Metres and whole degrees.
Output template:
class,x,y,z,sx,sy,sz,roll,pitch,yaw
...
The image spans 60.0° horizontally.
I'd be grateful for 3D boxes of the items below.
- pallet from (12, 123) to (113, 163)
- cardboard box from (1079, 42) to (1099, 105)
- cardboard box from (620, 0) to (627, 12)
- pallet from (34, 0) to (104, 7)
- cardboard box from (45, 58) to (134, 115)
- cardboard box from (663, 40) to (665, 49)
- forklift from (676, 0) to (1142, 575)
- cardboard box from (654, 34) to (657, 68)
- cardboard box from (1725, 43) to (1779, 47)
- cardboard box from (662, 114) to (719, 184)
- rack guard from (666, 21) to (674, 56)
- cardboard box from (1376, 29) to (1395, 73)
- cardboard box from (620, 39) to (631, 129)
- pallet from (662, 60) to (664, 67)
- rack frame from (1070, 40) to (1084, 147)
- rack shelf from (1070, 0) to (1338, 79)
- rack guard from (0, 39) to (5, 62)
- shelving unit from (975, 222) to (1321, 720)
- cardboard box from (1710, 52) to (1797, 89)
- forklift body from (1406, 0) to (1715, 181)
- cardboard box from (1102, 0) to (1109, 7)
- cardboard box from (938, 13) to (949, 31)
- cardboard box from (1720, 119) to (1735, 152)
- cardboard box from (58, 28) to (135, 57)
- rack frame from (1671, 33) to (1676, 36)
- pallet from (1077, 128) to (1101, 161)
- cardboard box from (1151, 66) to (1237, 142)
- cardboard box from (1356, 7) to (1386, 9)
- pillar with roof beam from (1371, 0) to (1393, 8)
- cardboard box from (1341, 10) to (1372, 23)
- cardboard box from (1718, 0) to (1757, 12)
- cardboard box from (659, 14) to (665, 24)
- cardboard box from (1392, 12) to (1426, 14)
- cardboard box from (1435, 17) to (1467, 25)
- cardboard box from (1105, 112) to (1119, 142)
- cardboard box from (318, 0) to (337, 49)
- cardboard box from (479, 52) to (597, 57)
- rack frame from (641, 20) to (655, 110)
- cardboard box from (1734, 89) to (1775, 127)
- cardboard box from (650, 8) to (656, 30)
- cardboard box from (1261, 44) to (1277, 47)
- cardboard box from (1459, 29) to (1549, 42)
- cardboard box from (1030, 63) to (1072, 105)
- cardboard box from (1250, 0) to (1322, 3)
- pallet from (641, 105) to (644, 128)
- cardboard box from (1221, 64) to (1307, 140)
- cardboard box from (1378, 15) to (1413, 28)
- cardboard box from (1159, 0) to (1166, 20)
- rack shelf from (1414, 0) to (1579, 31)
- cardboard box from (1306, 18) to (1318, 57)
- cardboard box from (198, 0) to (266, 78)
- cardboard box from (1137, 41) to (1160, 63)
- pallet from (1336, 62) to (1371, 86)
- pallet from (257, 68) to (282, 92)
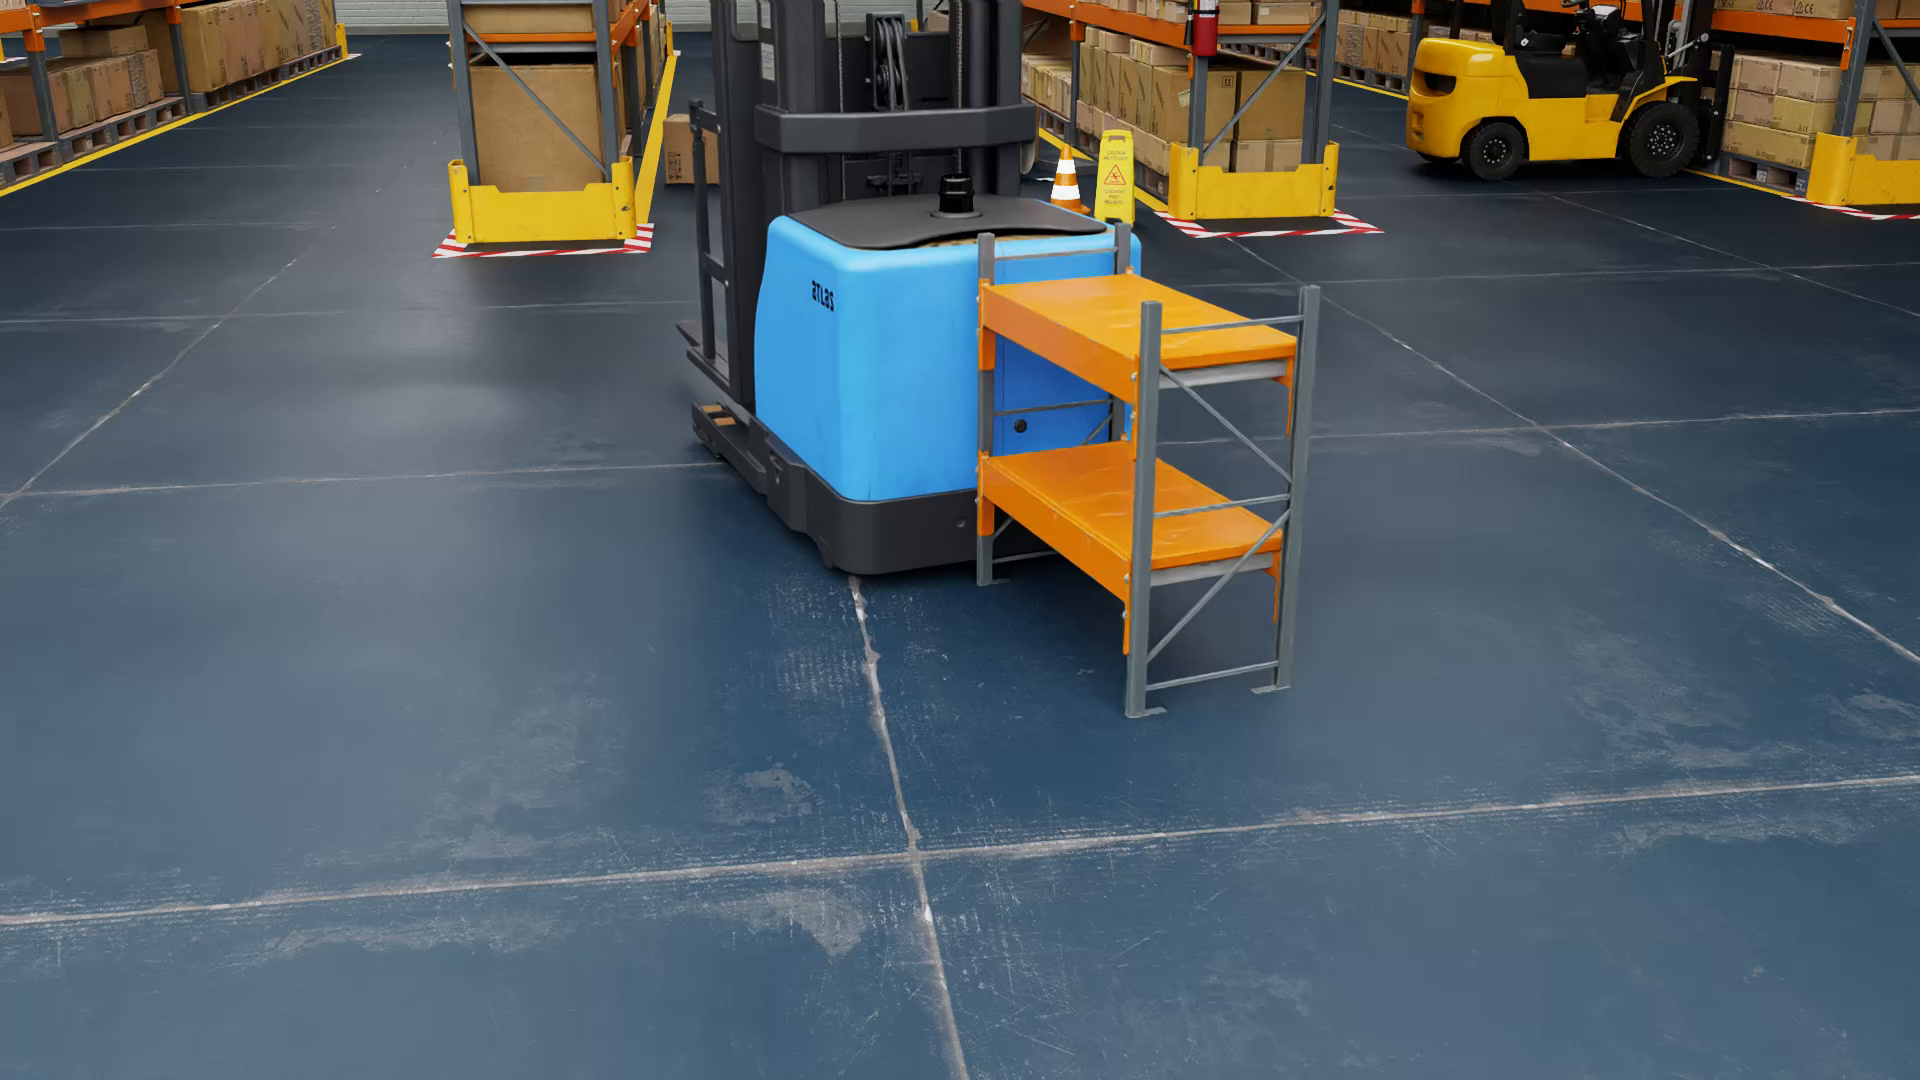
class,x,y,z,sx,sy,sz,roll,pitch,yaw
pallet,-8.385,-3.585,15.013,1.003,0.211,1.213,-3,21,-8
cardboard box,1.354,-4.164,14.835,0.500,0.500,0.500,-2,21,-5
cardboard box,-3.181,-4.591,13.506,0.875,0.550,0.550,-3,21,-8
pallet,-8.237,-4.804,14.565,1.003,0.211,1.213,-3,21,-8
cardboard box,-8.550,-4.424,16.217,0.700,0.500,0.500,-1,21,-3
cardboard box,-4.558,-7.332,24.533,0.380,0.149,0.250,-4,21,-10
forklift,-0.440,-1.744,6.196,1.130,2.935,3.031,-8,22,-21
cardboard box,-3.929,-5.857,20.083,0.500,0.500,0.500,-3,21,-9
cardboard box,6.857,-4.239,14.680,0.500,0.250,0.500,-3,21,-7
cardboard box,-2.109,-3.182,13.516,0.500,0.500,0.500,1,20,2
rack guard,-5.067,-7.795,25.871,1.175,0.500,0.348,-3,21,-8
cardboard box,5.535,-6.093,20.716,0.500,0.500,0.500,-3,21,-9
cardboard box,-3.527,-4.190,15.263,1.050,0.750,0.750,-3,21,-8
pallet,-4.812,-6.955,24.035,1.003,0.211,1.213,-3,21,-8
rack frame,1.536,-5.122,15.142,1.000,3.000,0.127,-3,21,-8
rack shelf,1.824,-4.092,13.414,1.077,0.370,4.000,-3,21,-8
rack guard,-14.918,-7.364,24.717,1.175,0.500,0.348,-3,21,-8
shelving unit,0.484,-0.249,4.775,0.538,1.125,1.048,-8,22,-21
cardboard box,6.487,-3.860,13.664,0.500,0.250,0.500,-3,21,-7
forklift body,4.945,-4.155,13.768,2.313,2.155,1.214,-3,21,-8
cardboard box,1.421,-4.616,14.147,0.380,0.149,0.250,-2,21,-6
cardboard box,0.140,-7.733,25.195,0.875,0.438,0.875,-2,21,-6
cardboard box,6.518,-3.390,13.835,0.500,0.250,0.500,-3,21,-7
cardboard box,-8.635,-4.980,16.634,0.500,0.250,0.500,-1,20,-2
rack frame,6.447,-5.373,15.816,1.000,3.000,0.127,-3,21,-8
pallet,1.667,-3.585,15.012,1.003,0.211,1.213,-3,21,-8
cardboard box,1.739,-3.261,12.418,0.500,0.500,0.500,-3,21,-7
cardboard box,5.675,-7.269,22.937,0.380,0.149,0.250,-3,21,-8
pillar with roof beam,1.825,-11.023,22.368,9.100,9.000,0.400,-3,21,-8
cardboard box,5.299,-6.972,22.142,0.380,0.149,0.250,-3,21,-8
cardboard box,6.553,-4.550,13.468,0.500,0.500,0.500,-3,21,-9
cardboard box,-4.608,-7.788,24.905,0.380,0.149,0.250,-3,21,-9
cardboard box,5.867,-6.825,21.747,0.380,0.149,0.250,-4,21,-10
cardboard box,6.092,-6.377,20.549,0.380,0.149,0.250,-2,21,-6
cardboard box,1.521,-3.445,13.981,0.500,0.250,0.500,-3,21,-8
cardboard box,-9.829,-7.760,24.644,0.875,0.875,0.875,-3,21,-8
cardboard box,-3.064,-3.189,12.405,0.875,0.875,0.875,-3,21,-9
rack frame,-3.925,-6.222,18.088,1.000,3.000,0.127,-3,21,-8
cardboard box,6.582,-3.458,13.303,0.500,0.250,0.500,-3,21,-8
cardboard box,-3.993,-6.378,20.406,0.500,0.250,0.500,-4,21,-10
cardboard box,4.946,-7.680,24.964,0.700,0.500,0.500,-4,21,-10
cardboard box,6.049,-5.400,18.681,0.875,0.625,0.625,-2,21,-6
cardboard box,1.249,-4.758,17.324,0.950,0.372,0.625,-2,21,-6
cardboard box,2.318,-4.101,11.841,0.500,0.500,0.500,-3,21,-9
pallet,-3.713,-4.217,16.706,1.003,0.211,1.213,-3,21,-8
cardboard box,2.266,-3.298,12.517,0.500,0.500,0.500,-4,21,-10
cardboard box,5.491,-6.526,20.948,0.380,0.149,0.250,-2,21,-6
cardboard box,1.685,-3.910,12.256,0.380,0.149,0.250,-3,21,-9
rack shelf,6.159,-5.729,17.796,1.077,0.370,4.000,-3,21,-8
cardboard box,5.141,-6.990,23.117,0.500,0.500,0.500,-2,21,-5
cardboard box,-9.182,-6.063,20.099,1.225,0.875,0.875,-4,21,-10
cardboard box,1.586,-3.776,12.869,0.380,0.149,0.250,-3,21,-7
pallet,5.628,-6.134,21.837,1.003,0.211,1.213,-3,21,-8
pallet,-9.238,-5.822,21.003,1.003,0.211,1.213,-3,21,-8
